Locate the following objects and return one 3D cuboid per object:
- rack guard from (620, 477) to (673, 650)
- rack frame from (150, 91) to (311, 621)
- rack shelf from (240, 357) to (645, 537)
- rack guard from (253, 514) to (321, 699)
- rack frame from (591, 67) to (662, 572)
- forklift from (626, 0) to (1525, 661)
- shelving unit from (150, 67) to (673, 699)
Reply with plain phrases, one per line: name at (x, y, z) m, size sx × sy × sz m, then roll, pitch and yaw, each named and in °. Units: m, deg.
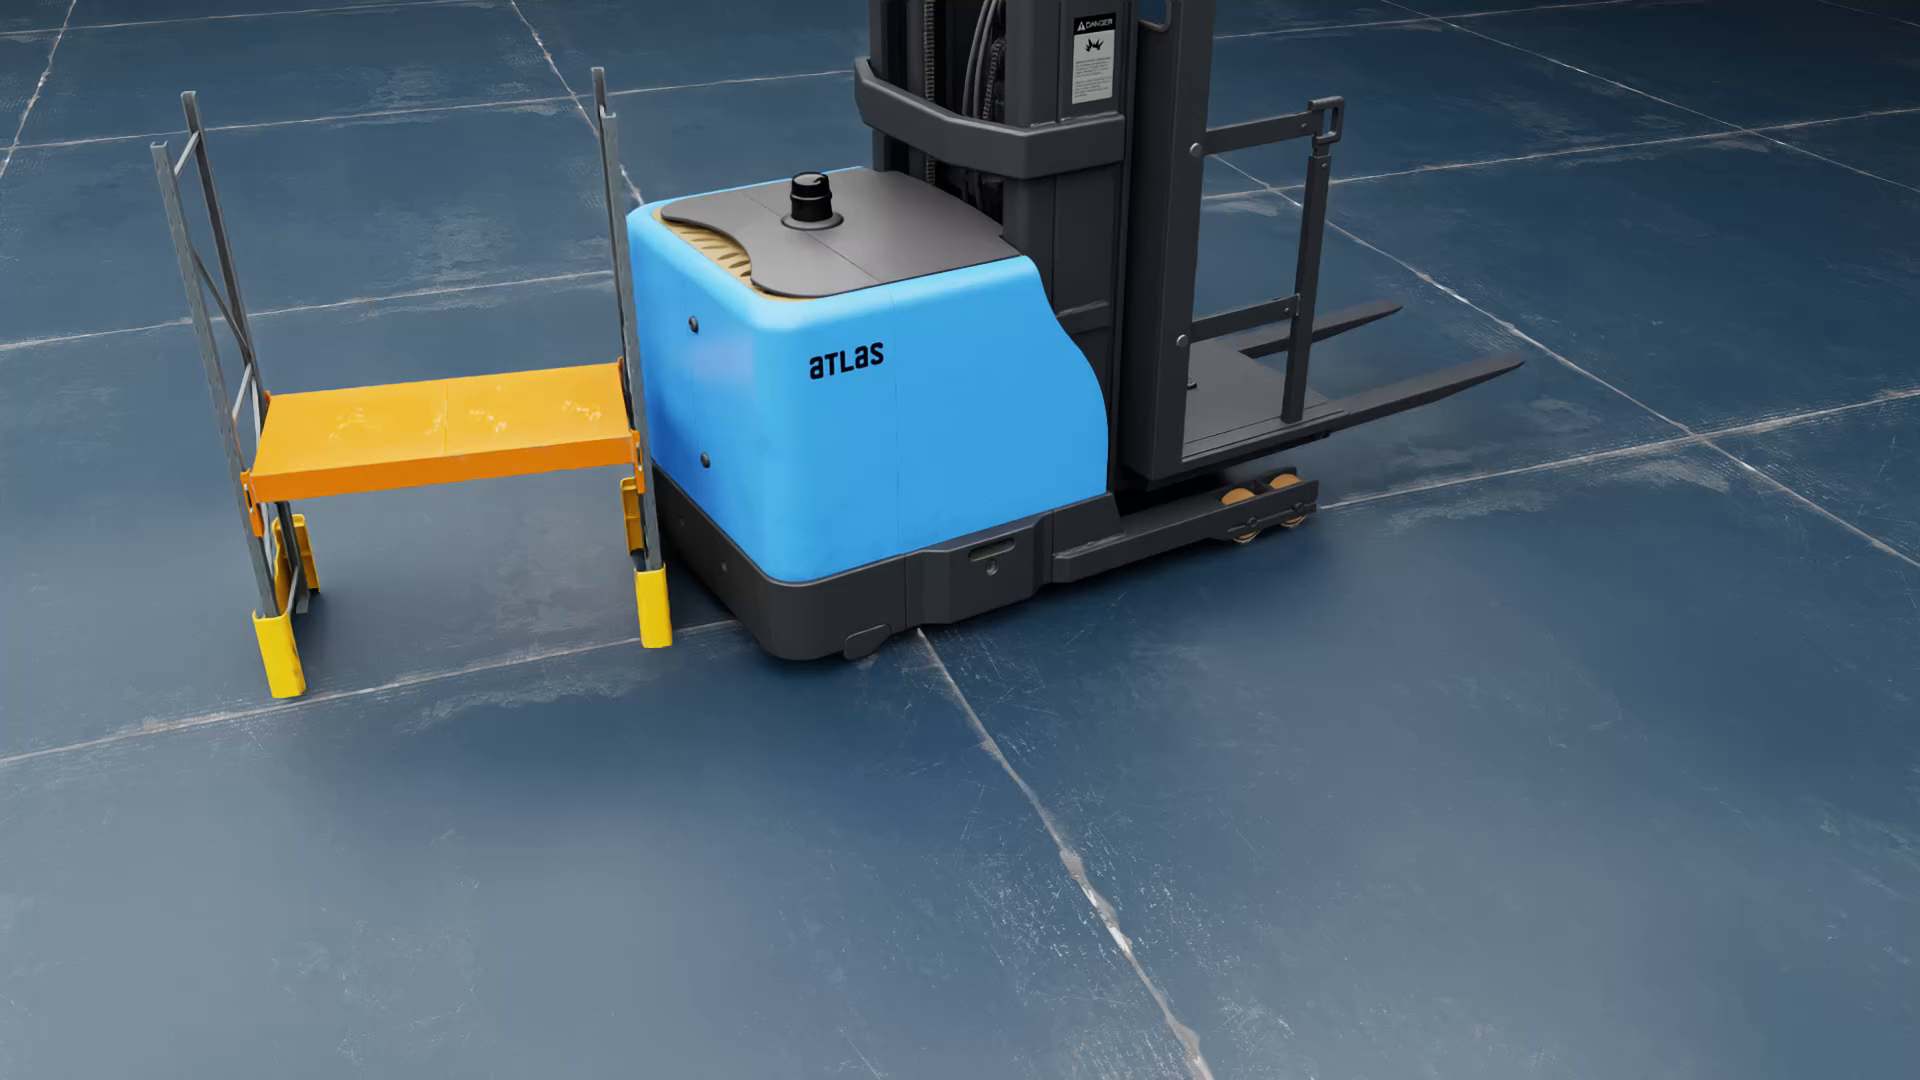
rack guard at (-0.925, 0.058, 4.896) m, size 0.087 × 0.250 × 0.587 m, roll -7°, pitch 30°, yaw -12°
rack frame at (-1.892, -0.366, 4.376) m, size 0.032 × 1.500 × 0.500 m, roll -7°, pitch 30°, yaw -12°
rack shelf at (-1.399, -0.270, 4.573) m, size 1.000 × 0.185 × 0.538 m, roll -7°, pitch 30°, yaw -12°
rack guard at (-1.891, 0.177, 4.686) m, size 0.087 × 0.250 × 0.587 m, roll -7°, pitch 30°, yaw -12°
rack frame at (-0.906, -0.488, 4.591) m, size 0.032 × 1.500 × 0.500 m, roll -7°, pitch 30°, yaw -12°
forklift at (0.549, -1.473, 4.874) m, size 3.031 × 2.935 × 1.130 m, roll -17°, pitch 34°, yaw -27°
shelving unit at (-1.408, -0.426, 4.482) m, size 1.083 × 1.500 × 0.587 m, roll -7°, pitch 30°, yaw -12°
